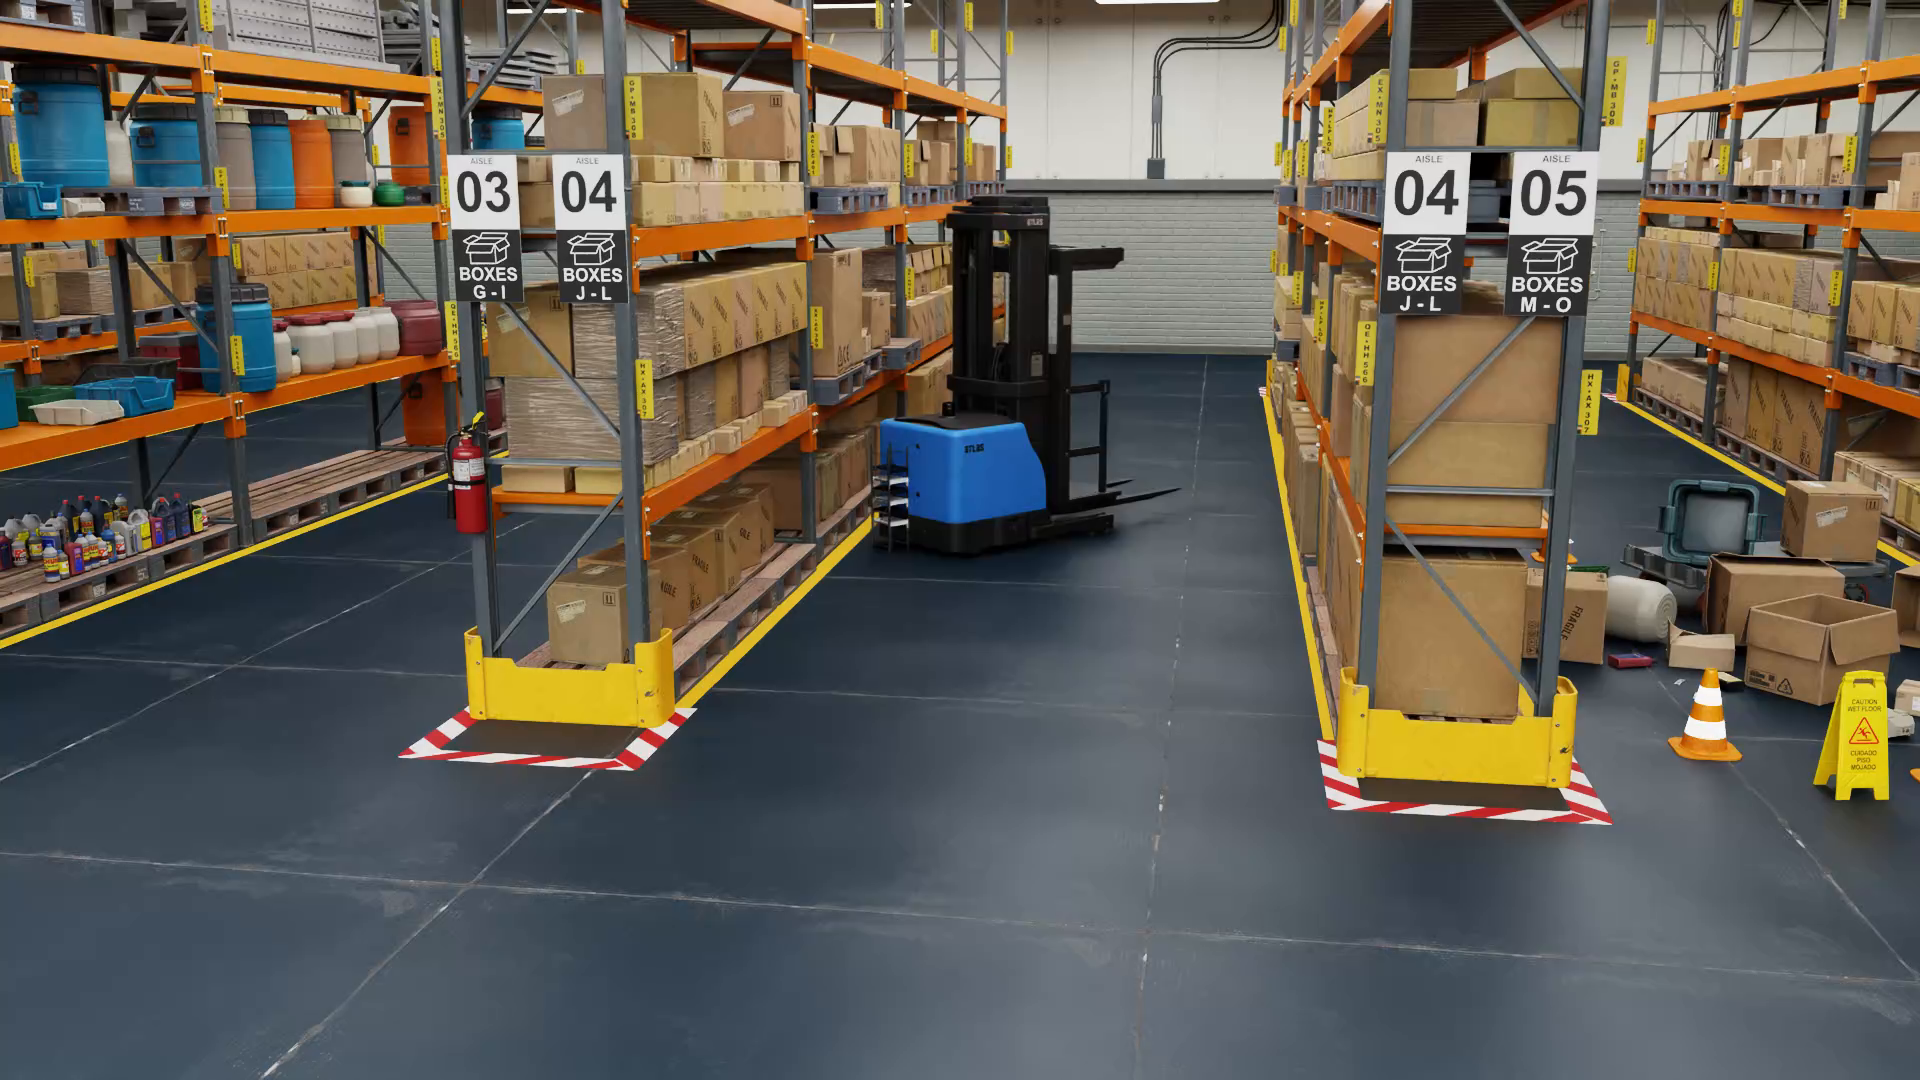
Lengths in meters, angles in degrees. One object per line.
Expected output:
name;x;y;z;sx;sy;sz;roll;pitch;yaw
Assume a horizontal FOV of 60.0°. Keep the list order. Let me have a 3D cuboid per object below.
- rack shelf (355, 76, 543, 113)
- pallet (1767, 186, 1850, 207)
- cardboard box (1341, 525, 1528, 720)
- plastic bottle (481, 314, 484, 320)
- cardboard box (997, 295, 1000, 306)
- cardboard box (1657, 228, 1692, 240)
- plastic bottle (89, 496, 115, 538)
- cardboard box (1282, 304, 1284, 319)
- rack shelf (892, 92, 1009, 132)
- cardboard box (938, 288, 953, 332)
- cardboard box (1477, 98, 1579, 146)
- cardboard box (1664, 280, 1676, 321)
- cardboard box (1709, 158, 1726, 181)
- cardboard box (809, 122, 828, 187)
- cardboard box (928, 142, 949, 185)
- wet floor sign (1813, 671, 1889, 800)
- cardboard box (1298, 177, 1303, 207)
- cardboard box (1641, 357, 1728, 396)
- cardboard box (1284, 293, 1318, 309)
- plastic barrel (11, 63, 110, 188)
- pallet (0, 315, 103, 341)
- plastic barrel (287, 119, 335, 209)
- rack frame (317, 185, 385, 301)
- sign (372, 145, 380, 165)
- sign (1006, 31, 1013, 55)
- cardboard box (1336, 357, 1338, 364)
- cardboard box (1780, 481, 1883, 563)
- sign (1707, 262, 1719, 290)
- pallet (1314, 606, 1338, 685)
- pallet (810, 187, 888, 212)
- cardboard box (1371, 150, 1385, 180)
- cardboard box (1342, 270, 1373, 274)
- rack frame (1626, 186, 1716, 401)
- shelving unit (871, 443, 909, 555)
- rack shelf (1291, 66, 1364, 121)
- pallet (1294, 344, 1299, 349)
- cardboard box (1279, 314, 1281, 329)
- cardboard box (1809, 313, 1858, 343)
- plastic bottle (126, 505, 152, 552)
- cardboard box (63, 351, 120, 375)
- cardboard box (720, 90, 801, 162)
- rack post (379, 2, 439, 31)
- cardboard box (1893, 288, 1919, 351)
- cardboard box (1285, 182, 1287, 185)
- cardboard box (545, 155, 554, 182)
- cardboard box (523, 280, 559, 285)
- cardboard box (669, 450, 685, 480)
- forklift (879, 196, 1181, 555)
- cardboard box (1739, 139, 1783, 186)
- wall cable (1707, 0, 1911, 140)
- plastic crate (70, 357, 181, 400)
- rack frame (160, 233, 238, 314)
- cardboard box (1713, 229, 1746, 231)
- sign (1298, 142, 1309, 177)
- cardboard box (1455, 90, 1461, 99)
rack shelf;-5.638;-5.056;19.252;1.077;0.370;4.000;2;12;9
pallet;8.956;-3.516;17.014;1.003;0.211;1.213;2;12;11
cardboard box;2.643;0.443;9.363;0.875;0.875;0.875;2;12;9
plastic bottle;-5.830;-2.665;20.210;0.097;0.201;0.097;0;12;0
cardboard box;0.371;-3.445;23.955;0.380;0.149;0.250;2;12;9
cardboard box;9.497;-4.065;22.087;0.380;0.149;0.250;1;12;7
plastic bottle;-6.952;-0.183;13.464;0.144;0.351;0.185;2;12;9
cardboard box;3.537;-2.368;17.256;0.380;0.149;0.250;2;12;10
rack shelf;-0.129;-5.728;22.371;1.077;0.370;4.000;2;12;9
cardboard box;-0.321;-2.767;19.973;0.500;0.500;0.500;2;12;10
cardboard box;2.931;-2.132;8.560;0.500;0.250;0.500;2;12;9
cardboard box;9.407;-3.080;21.428;0.500;0.500;0.500;2;12;11
cardboard box;9.138;-4.404;19.772;0.396;0.266;0.258;2;12;10
cardboard box;-1.496;-3.078;13.294;0.797;0.503;0.637;1;12;6
cardboard box;-0.516;-4.526;20.021;0.700;0.500;0.500;2;12;10
wet floor sign;4.556;0.974;8.441;0.267;0.644;0.232;0;12;-1
cardboard box;3.735;-3.659;16.995;0.500;0.500;0.500;2;12;9
cardboard box;9.968;-2.250;22.900;0.875;0.438;0.875;1;12;7
cardboard box;3.456;-2.402;16.708;0.380;0.149;0.250;1;12;6
plastic barrel;-6.819;-3.135;12.612;0.600;0.901;0.708;2;12;9
pallet;-10.804;-2.465;19.268;1.213;0.211;1.003;2;12;9
plastic barrel;-6.387;-3.631;16.081;0.600;0.830;0.708;2;12;9
rack frame;-9.609;-4.081;26.310;1.000;3.000;0.127;2;12;9
sign;-9.064;-5.958;25.798;0.100;0.325;0.005;2;12;9
sign;0.713;-7.167;23.983;0.100;0.325;0.005;2;12;9
cardboard box;3.174;-1.076;12.009;0.875;0.550;0.550;2;12;9
cardboard box;6.362;-0.140;12.158;0.500;0.500;0.500;2;12;9
sign;8.807;-3.085;19.446;0.100;0.325;0.005;2;12;9
pallet;2.839;0.694;10.772;1.003;0.211;1.213;2;12;9
pallet;-1.310;-2.977;14.512;1.213;0.211;1.003;2;12;9
cardboard box;2.320;-1.925;8.547;0.380;0.149;0.250;2;12;9
cardboard box;3.524;-2.038;14.220;0.700;0.500;0.500;2;12;8
rack frame;9.971;-3.438;23.327;1.000;3.000;0.127;2;12;9
shelving unit;-0.589;-0.349;13.978;0.210;0.900;0.258;-11;16;-41
rack shelf;4.142;-4.714;17.664;1.077;0.370;4.000;2;12;9
pallet;4.098;-2.232;18.185;1.003;0.211;1.213;2;12;9
cardboard box;3.617;-2.325;17.763;0.380;0.149;0.250;1;12;6
cardboard box;8.564;-2.053;16.069;0.500;0.250;0.500;2;12;8
plastic bottle;-6.454;-0.091;13.041;0.144;0.351;0.185;2;12;8
cardboard box;-10.770;-2.203;20.703;0.500;0.250;0.500;2;12;8
cardboard box;-1.484;-3.064;12.342;0.500;0.500;0.500;2;12;7
rack post;-5.922;-5.605;17.915;0.624;0.289;0.986;2;12;9
cardboard box;8.295;-1.867;14.095;0.500;0.500;0.500;2;12;10
cardboard box;4.424;-4.458;21.296;0.500;0.250;0.500;2;12;8
cardboard box;-2.391;-2.135;9.569;0.380;0.149;0.250;1;12;7
cardboard box;-2.370;-1.338;10.267;0.500;0.500;0.500;2;12;9
cardboard box;-1.892;-0.460;10.106;0.380;0.149;0.250;2;12;9
forklift;0.735;-1.544;14.700;3.031;2.935;1.130;-11;16;-41
cardboard box;8.934;-4.152;18.285;0.500;0.500;0.500;2;12;8
wall cable;14.057;-7.459;27.657;2.988;3.039;0.133;2;12;9
plastic crate;-6.767;-1.287;13.491;0.767;0.338;0.504;2;12;9
rack frame;-10.224;-3.248;22.446;1.000;3.000;0.127;2;12;9
cardboard box;9.972;-3.944;21.525;0.380;0.149;0.250;2;12;10
sign;3.298;-3.649;15.959;0.100;0.325;0.005;2;12;9
cardboard box;3.283;-2.718;10.334;0.380;0.149;0.250;2;12;8
